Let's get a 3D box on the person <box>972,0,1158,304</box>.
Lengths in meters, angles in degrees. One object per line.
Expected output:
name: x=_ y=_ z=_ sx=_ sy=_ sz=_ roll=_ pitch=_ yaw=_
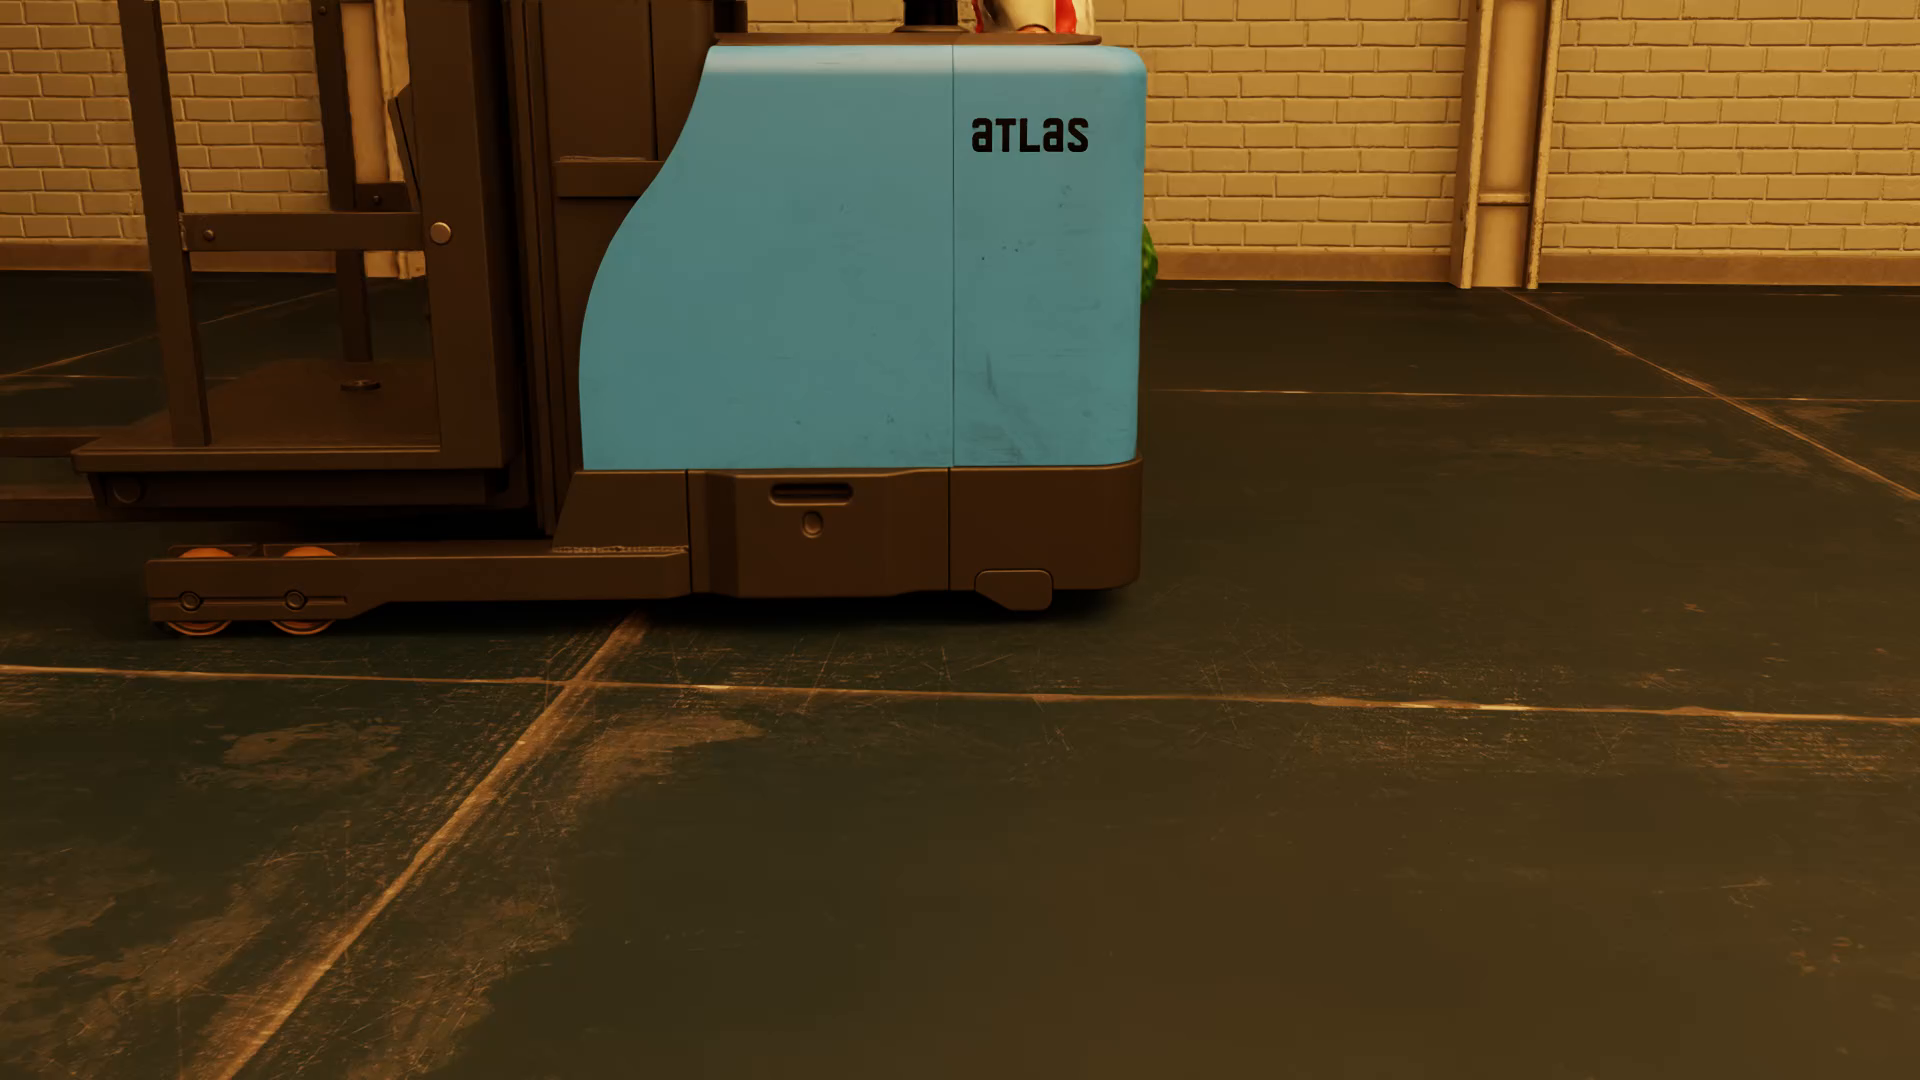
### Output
person: x=0.264 y=-1.035 z=4.359 sx=0.467 sy=1.665 sz=0.855 roll=4 pitch=16 yaw=13

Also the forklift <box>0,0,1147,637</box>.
forklift: x=-1.175 y=-1.373 z=3.279 sx=3.031 sy=2.935 sz=1.130 roll=-1 pitch=15 yaw=-2
